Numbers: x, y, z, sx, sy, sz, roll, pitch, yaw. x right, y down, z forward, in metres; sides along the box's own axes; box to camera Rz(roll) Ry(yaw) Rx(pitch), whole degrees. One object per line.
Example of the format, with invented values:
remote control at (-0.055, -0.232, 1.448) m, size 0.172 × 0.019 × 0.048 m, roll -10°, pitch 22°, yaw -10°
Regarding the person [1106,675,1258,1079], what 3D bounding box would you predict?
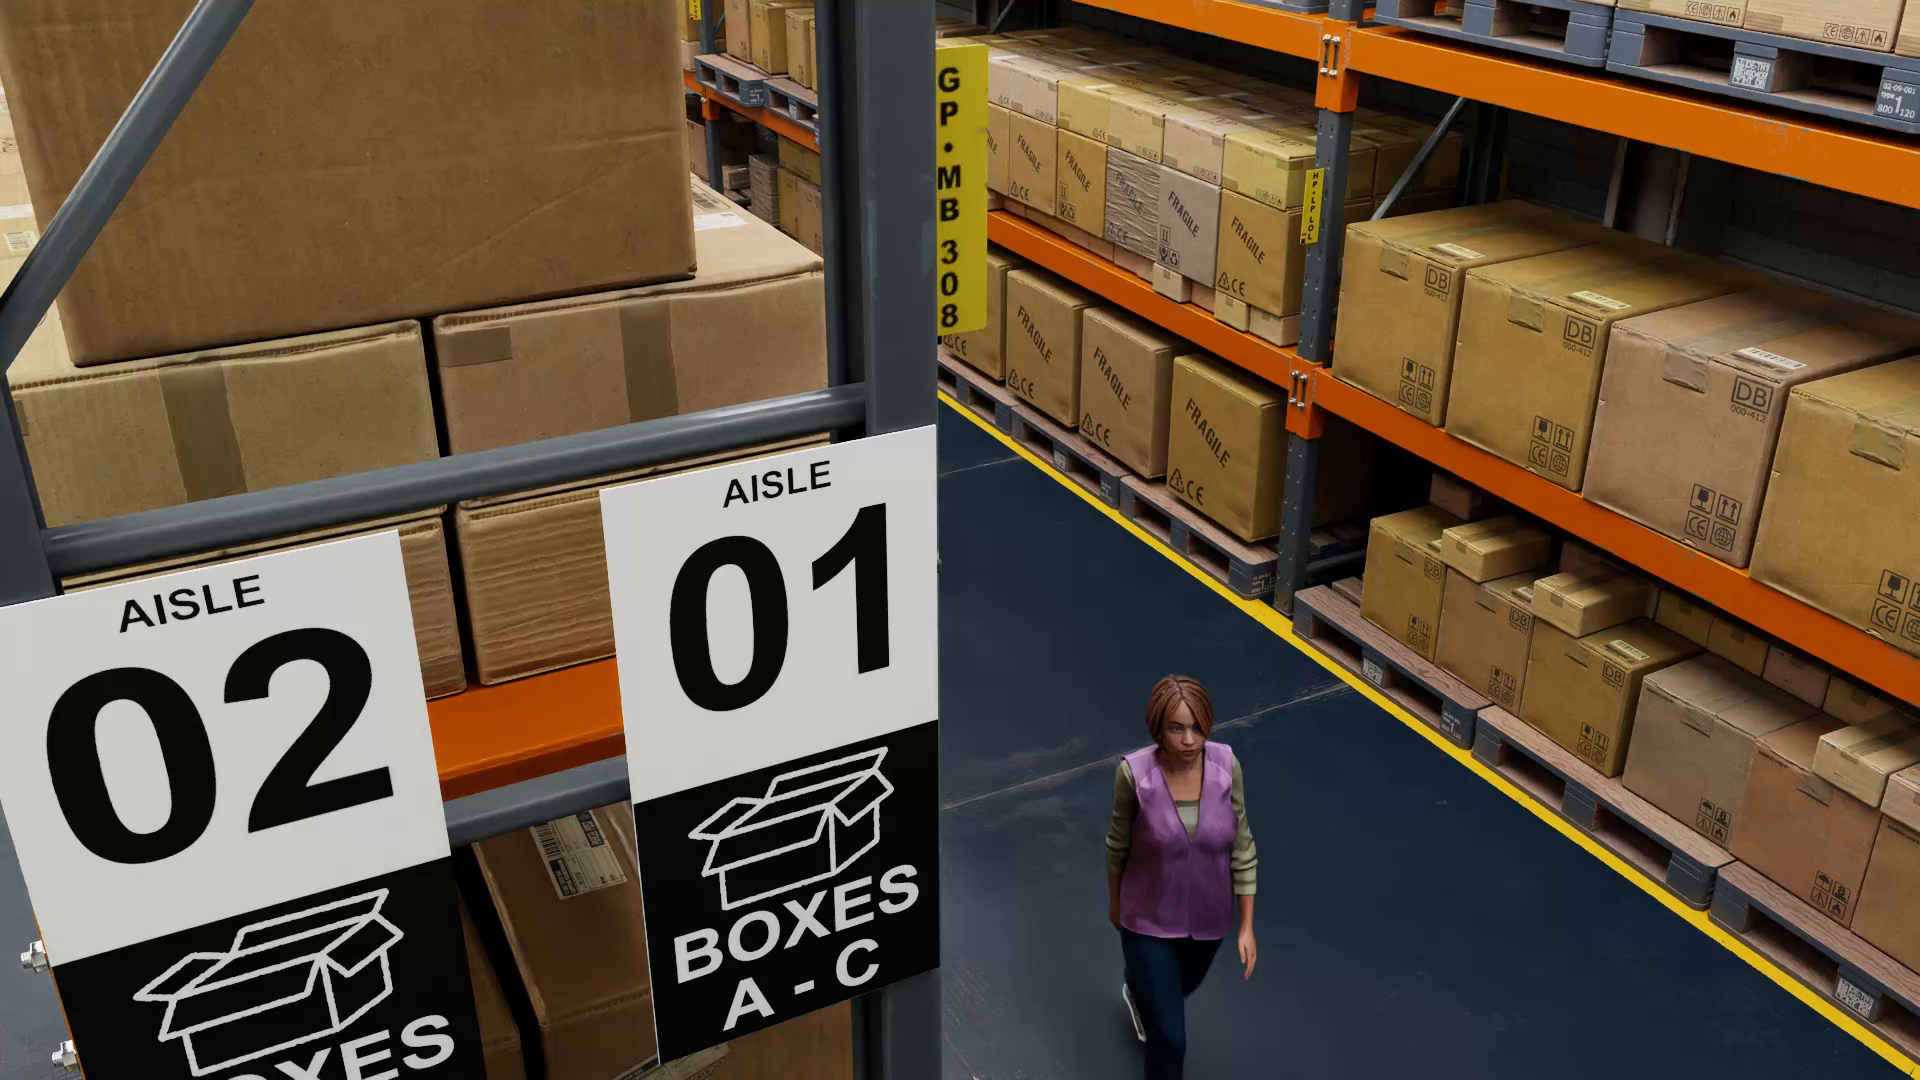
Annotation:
person at (0.643, 1.087, 4.872) m, size 0.405 × 1.543 × 0.928 m, roll -6°, pitch 27°, yaw -12°
